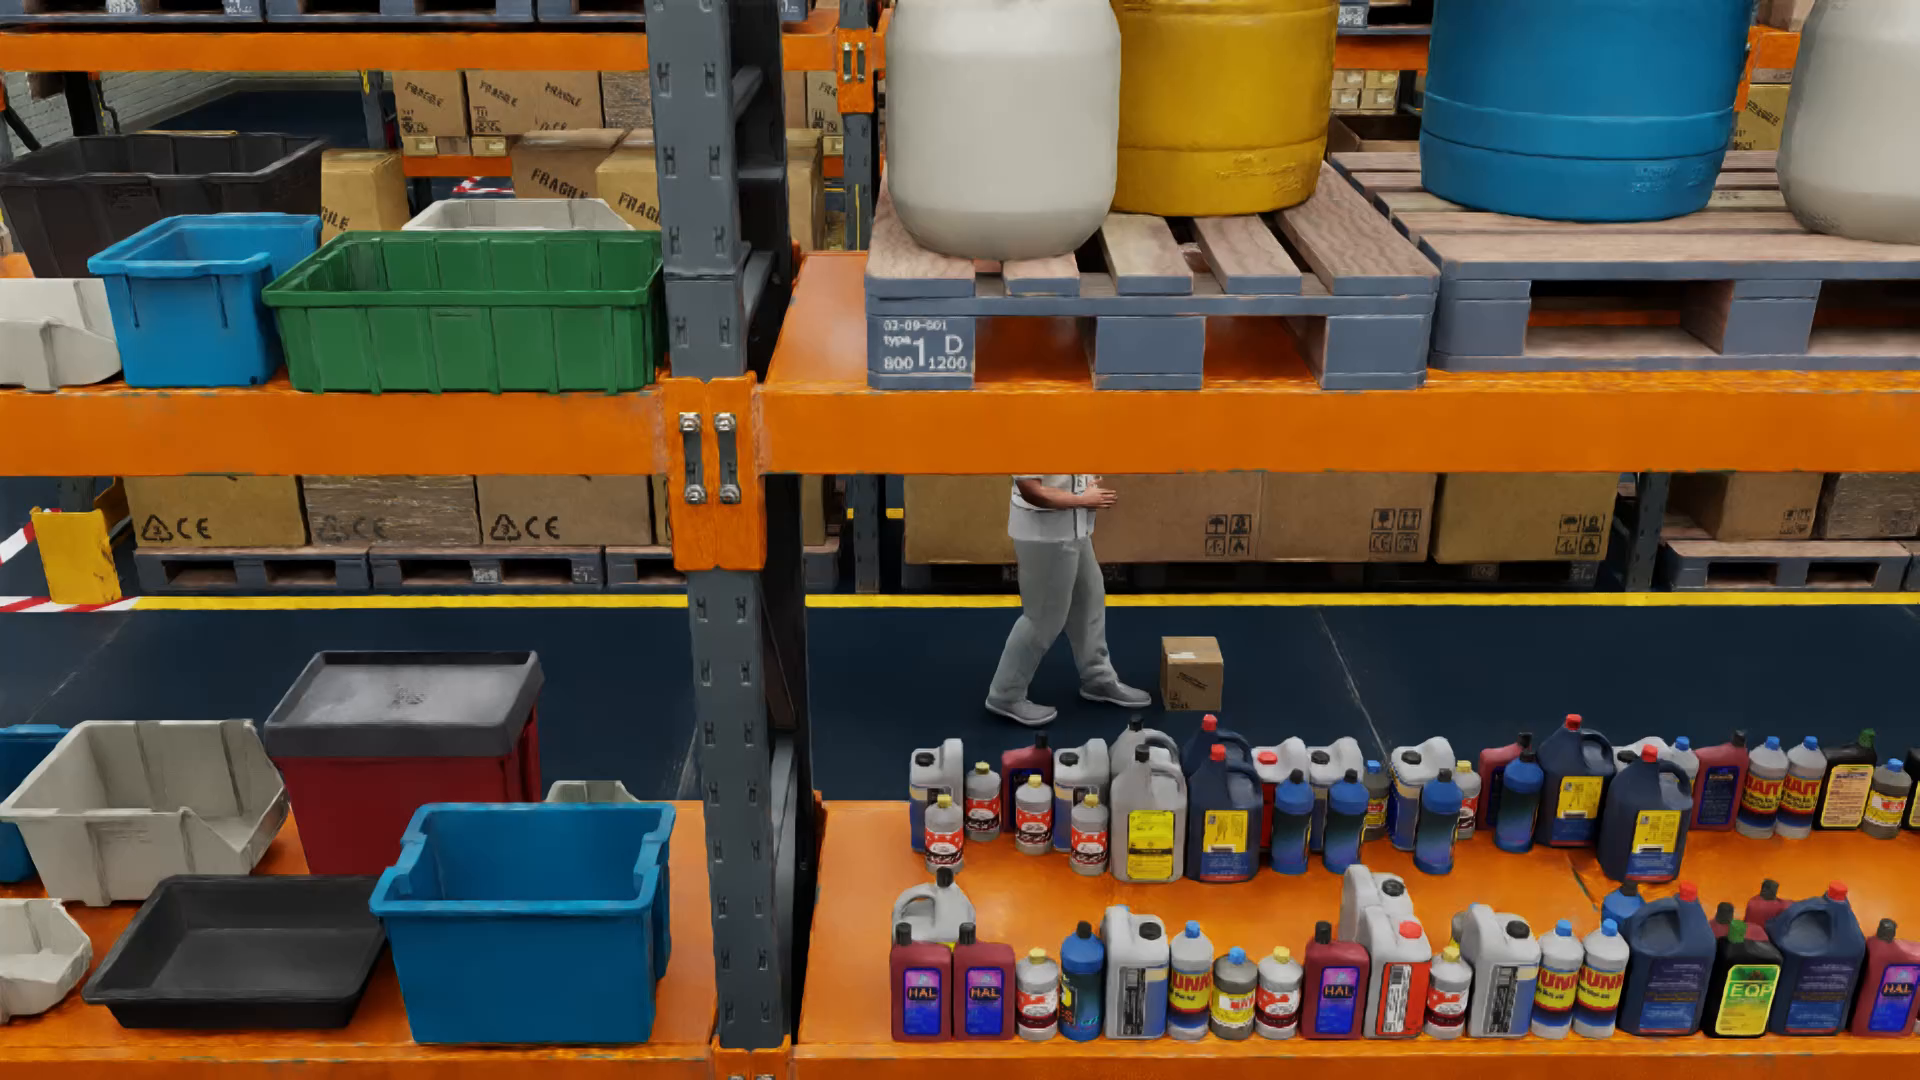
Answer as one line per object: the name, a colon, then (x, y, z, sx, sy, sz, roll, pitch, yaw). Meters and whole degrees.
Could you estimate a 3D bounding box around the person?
person: (0.492, -0.049, 7.170, 0.750, 1.781, 0.710, 2, 24, 4)
